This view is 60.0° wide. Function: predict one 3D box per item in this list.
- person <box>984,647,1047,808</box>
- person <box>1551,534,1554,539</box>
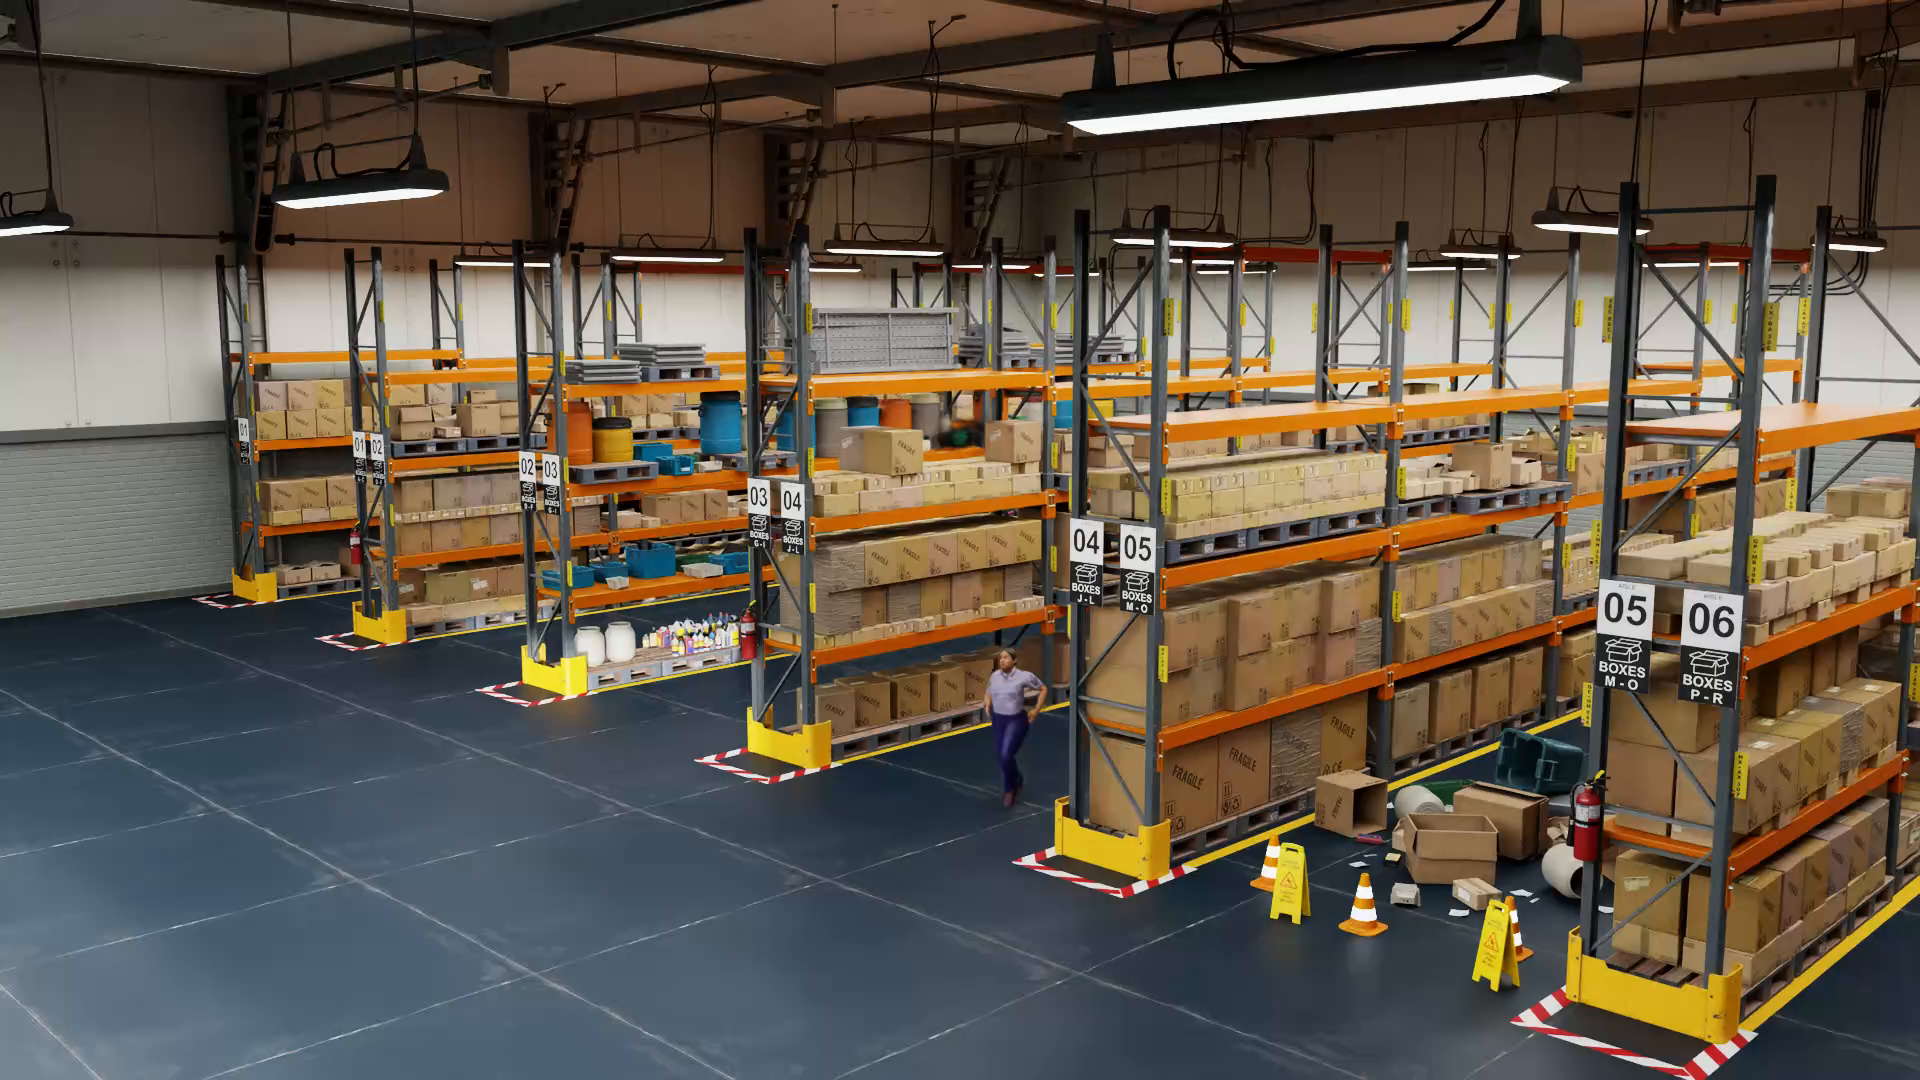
[{"bbox_3d":[0.525,1.950,17.292,0.611,1.642,0.696,5,10,33],"label":"person"},{"bbox_3d":[9.178,0.747,25.423,0.638,1.730,0.833,7,11,41],"label":"person"}]
